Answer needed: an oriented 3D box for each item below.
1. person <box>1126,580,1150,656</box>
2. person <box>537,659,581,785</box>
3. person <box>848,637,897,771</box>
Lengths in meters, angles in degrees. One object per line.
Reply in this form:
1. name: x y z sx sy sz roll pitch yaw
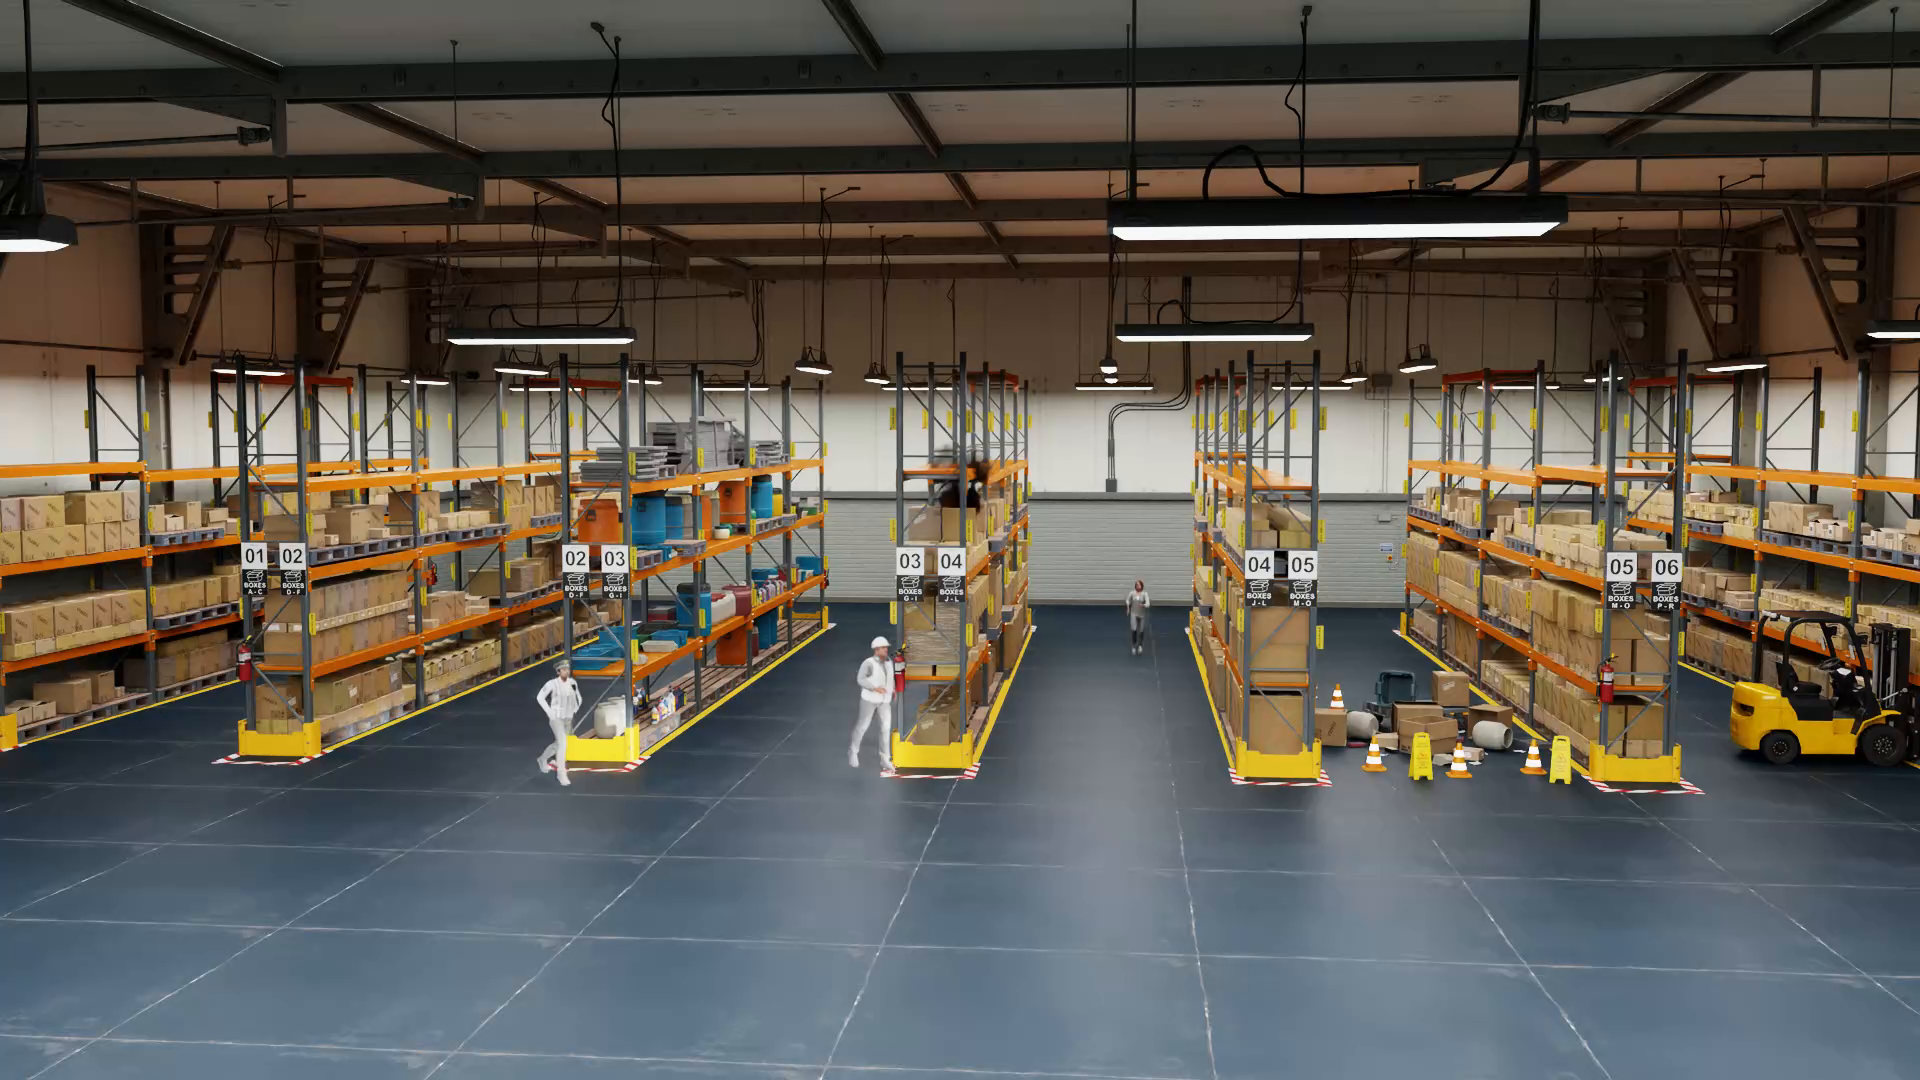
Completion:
1. person: 3.816 1.677 35.672 0.503 1.616 0.694 0 4 5
2. person: -5.605 2.511 23.253 0.810 1.734 0.608 3 5 40
3. person: -1.115 2.233 22.908 0.704 1.799 0.853 -3 5 -38
